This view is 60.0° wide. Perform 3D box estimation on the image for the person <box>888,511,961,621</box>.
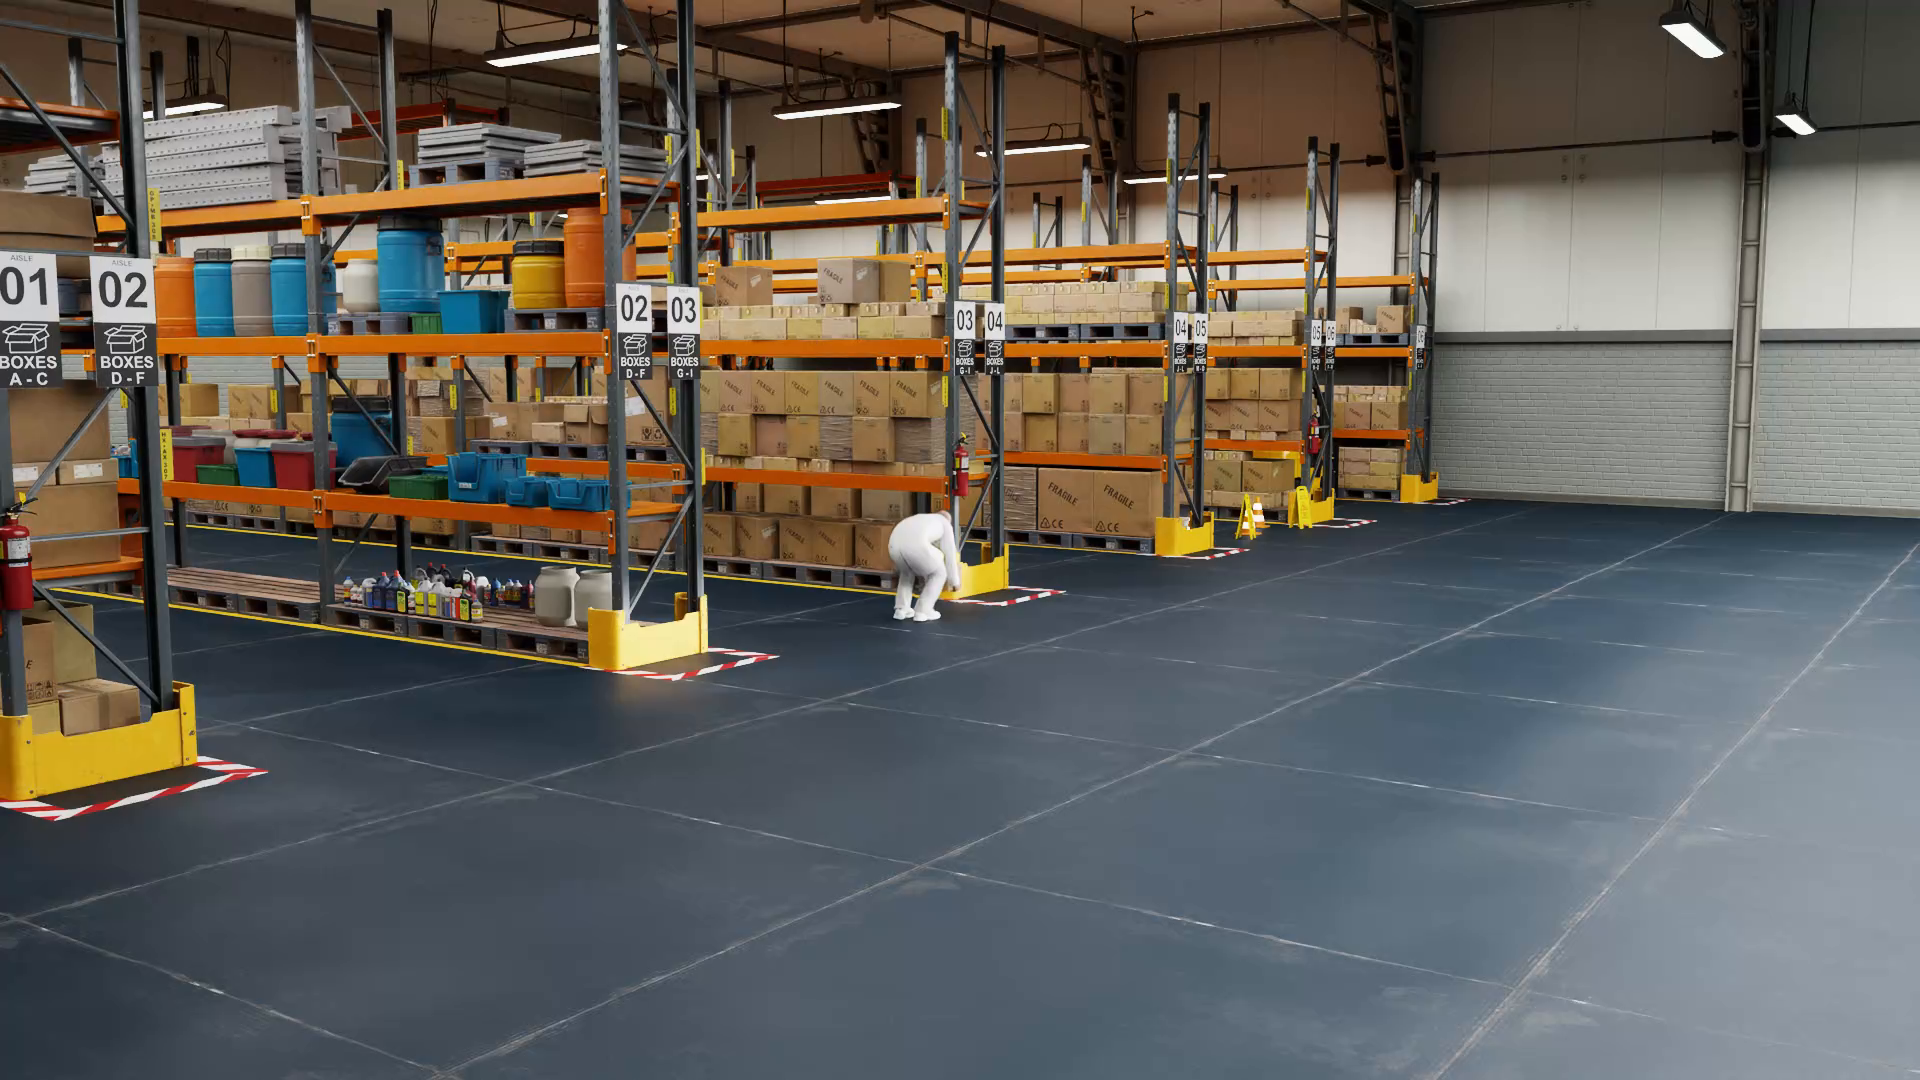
[{"bbox_3d":[-0.354,0.258,16.710,0.593,1.039,0.943,4,7,31],"label":"person"}]
